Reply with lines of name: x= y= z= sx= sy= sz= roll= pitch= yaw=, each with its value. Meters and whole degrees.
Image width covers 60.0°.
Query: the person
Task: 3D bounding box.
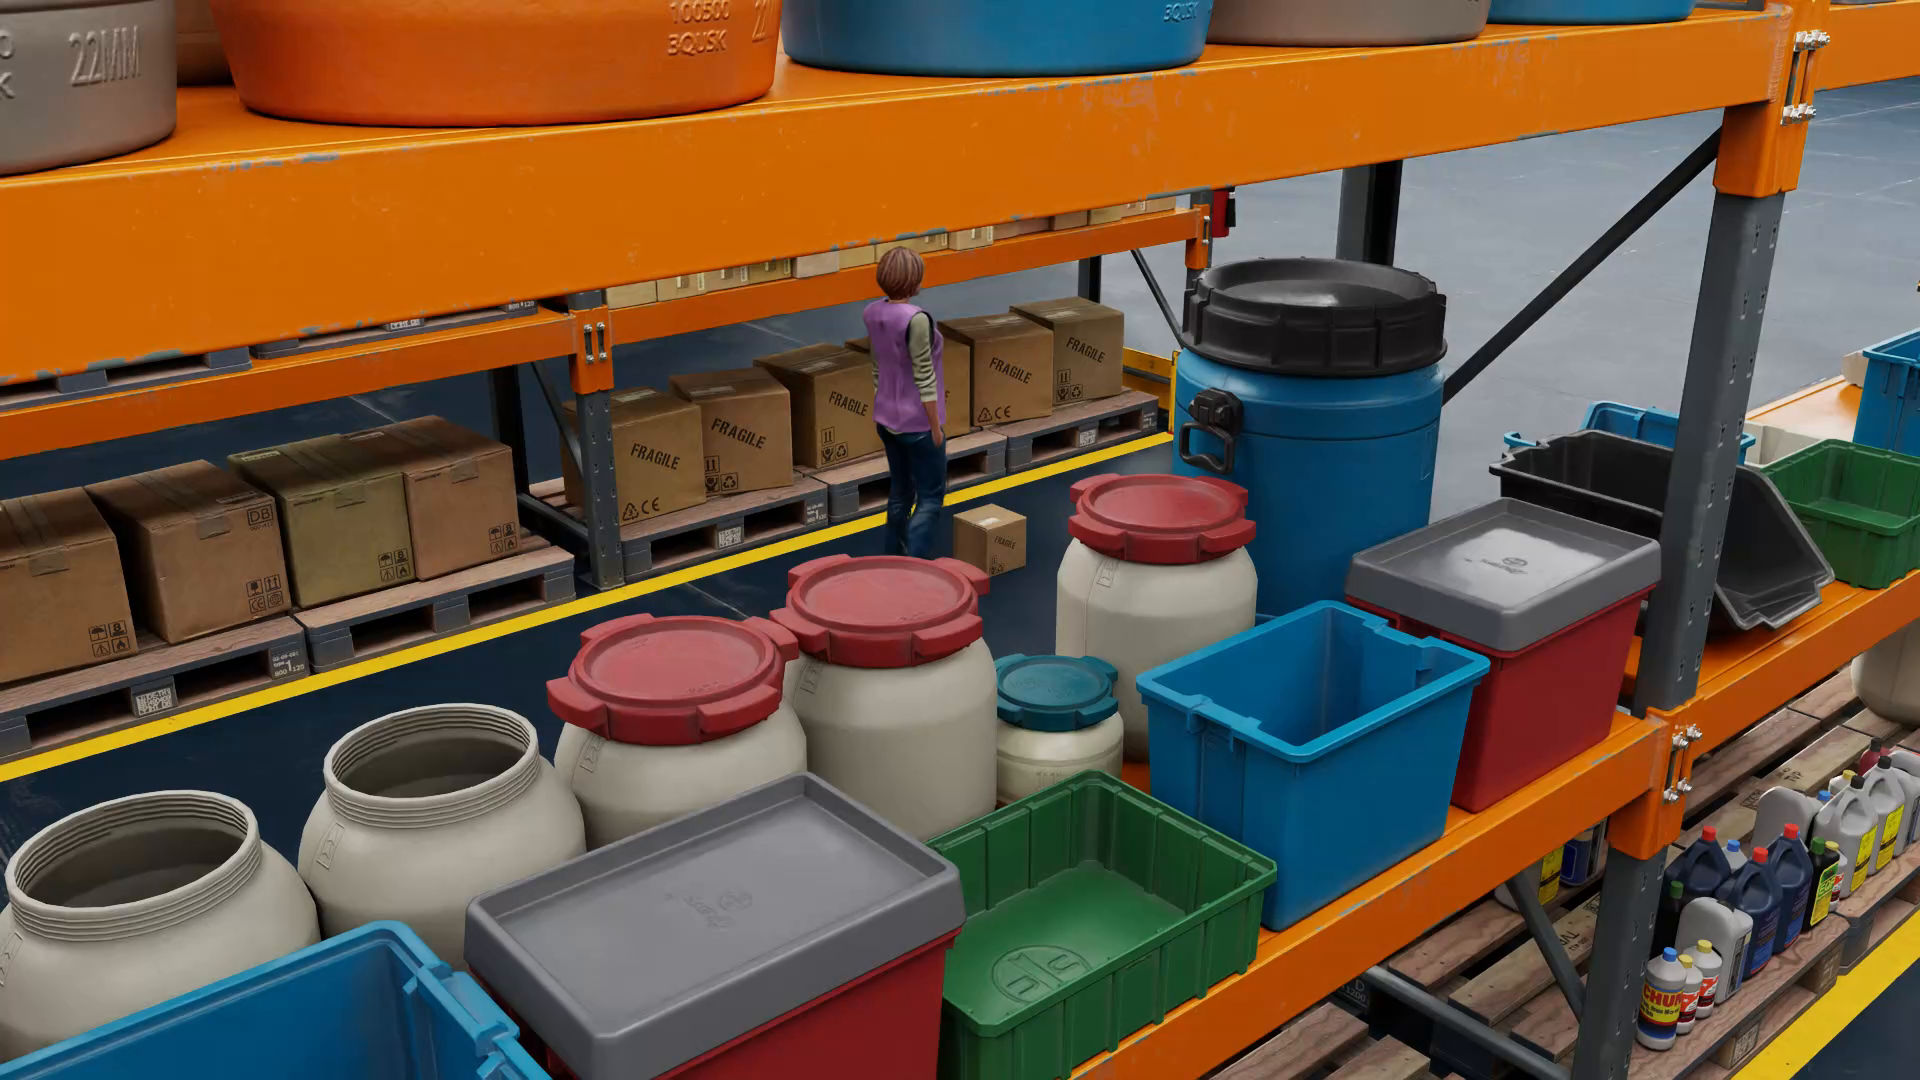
person: x=-0.215 y=-0.501 z=7.427 sx=0.415 sy=1.637 sz=0.442 roll=-17 pitch=27 yaw=-37
